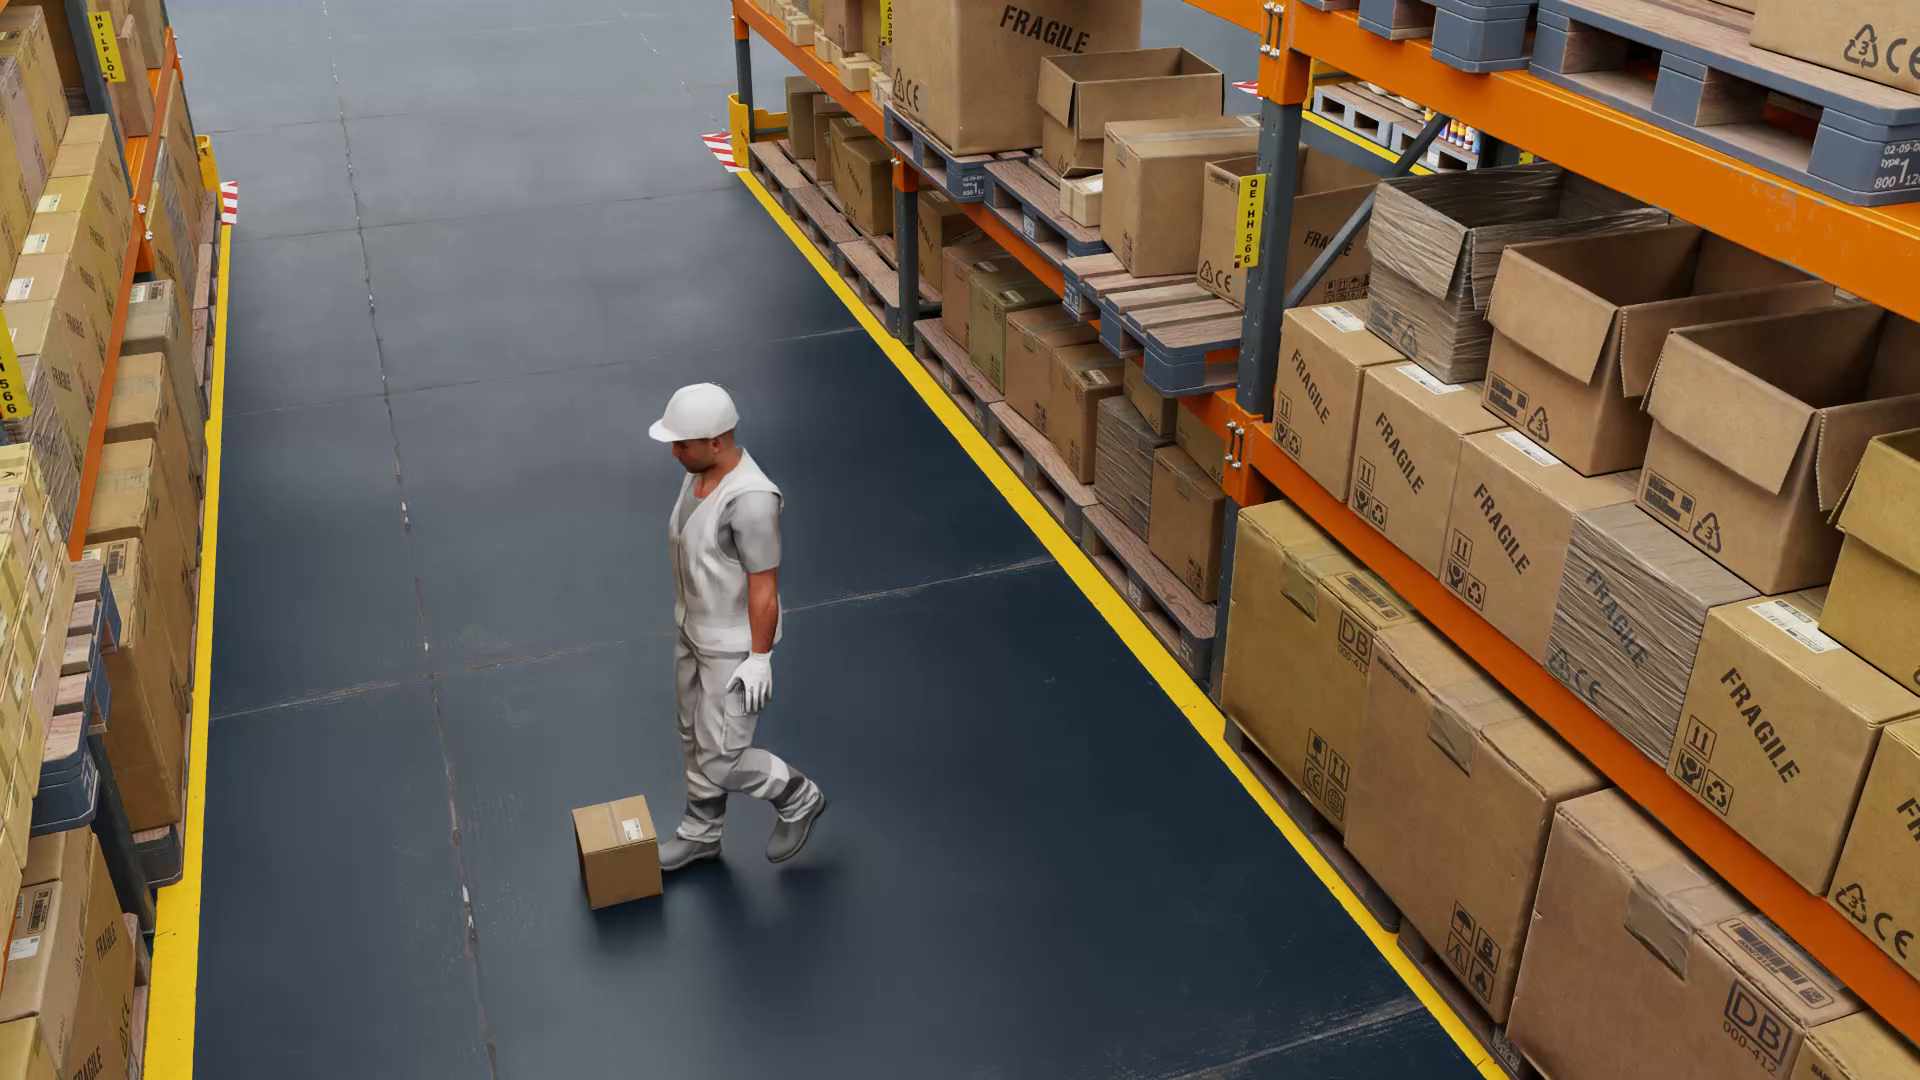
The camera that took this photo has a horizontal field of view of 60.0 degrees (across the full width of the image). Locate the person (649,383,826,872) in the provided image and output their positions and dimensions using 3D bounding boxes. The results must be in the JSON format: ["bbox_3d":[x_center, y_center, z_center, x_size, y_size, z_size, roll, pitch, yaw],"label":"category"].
[{"bbox_3d":[-0.816,0.335,5.483,0.646,1.782,0.584,-16,33,-26],"label":"person"}]
